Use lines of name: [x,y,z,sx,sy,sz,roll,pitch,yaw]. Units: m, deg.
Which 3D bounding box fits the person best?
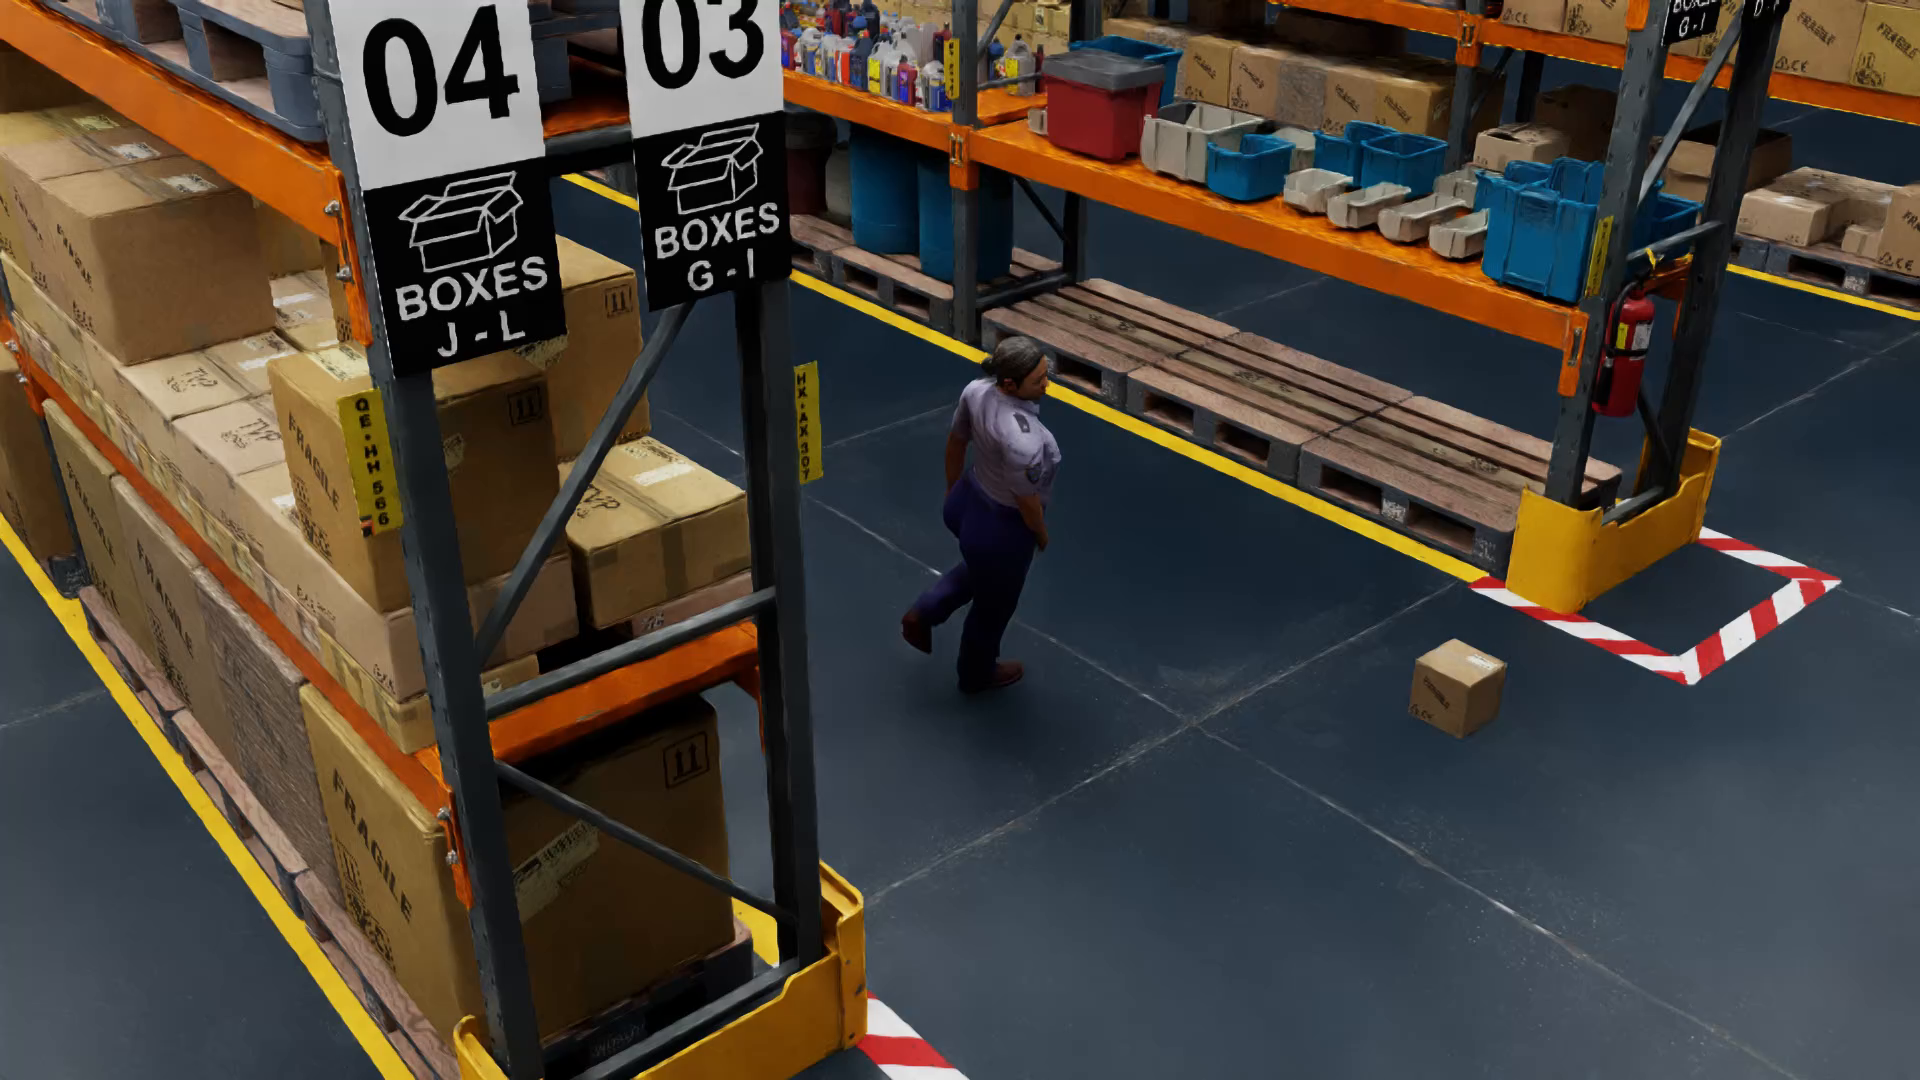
person: [0.097,-0.071,6.290,0.511,1.611,0.690,-12,31,-22]
